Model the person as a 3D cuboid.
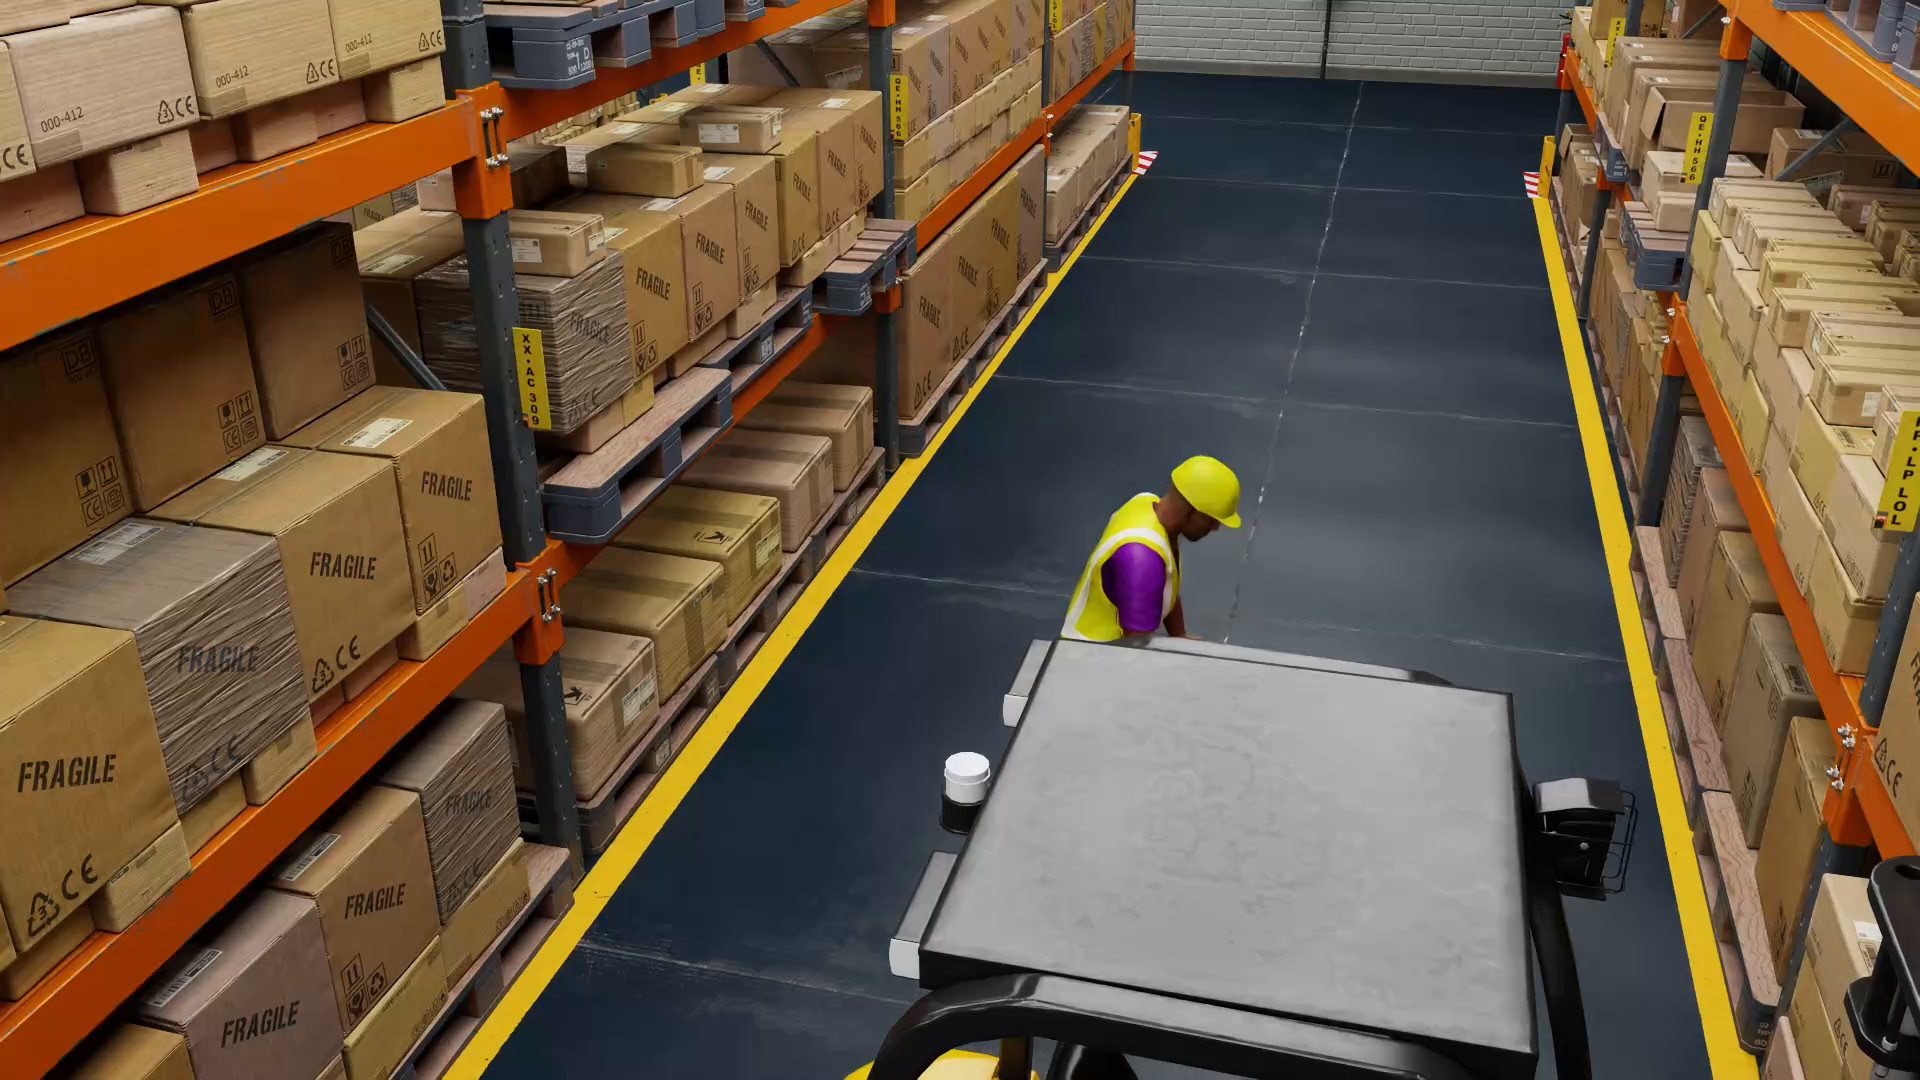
[{"bbox_3d":[0.640,0.442,5.823,0.598,1.613,0.616,7,26,14],"label":"person"}]
